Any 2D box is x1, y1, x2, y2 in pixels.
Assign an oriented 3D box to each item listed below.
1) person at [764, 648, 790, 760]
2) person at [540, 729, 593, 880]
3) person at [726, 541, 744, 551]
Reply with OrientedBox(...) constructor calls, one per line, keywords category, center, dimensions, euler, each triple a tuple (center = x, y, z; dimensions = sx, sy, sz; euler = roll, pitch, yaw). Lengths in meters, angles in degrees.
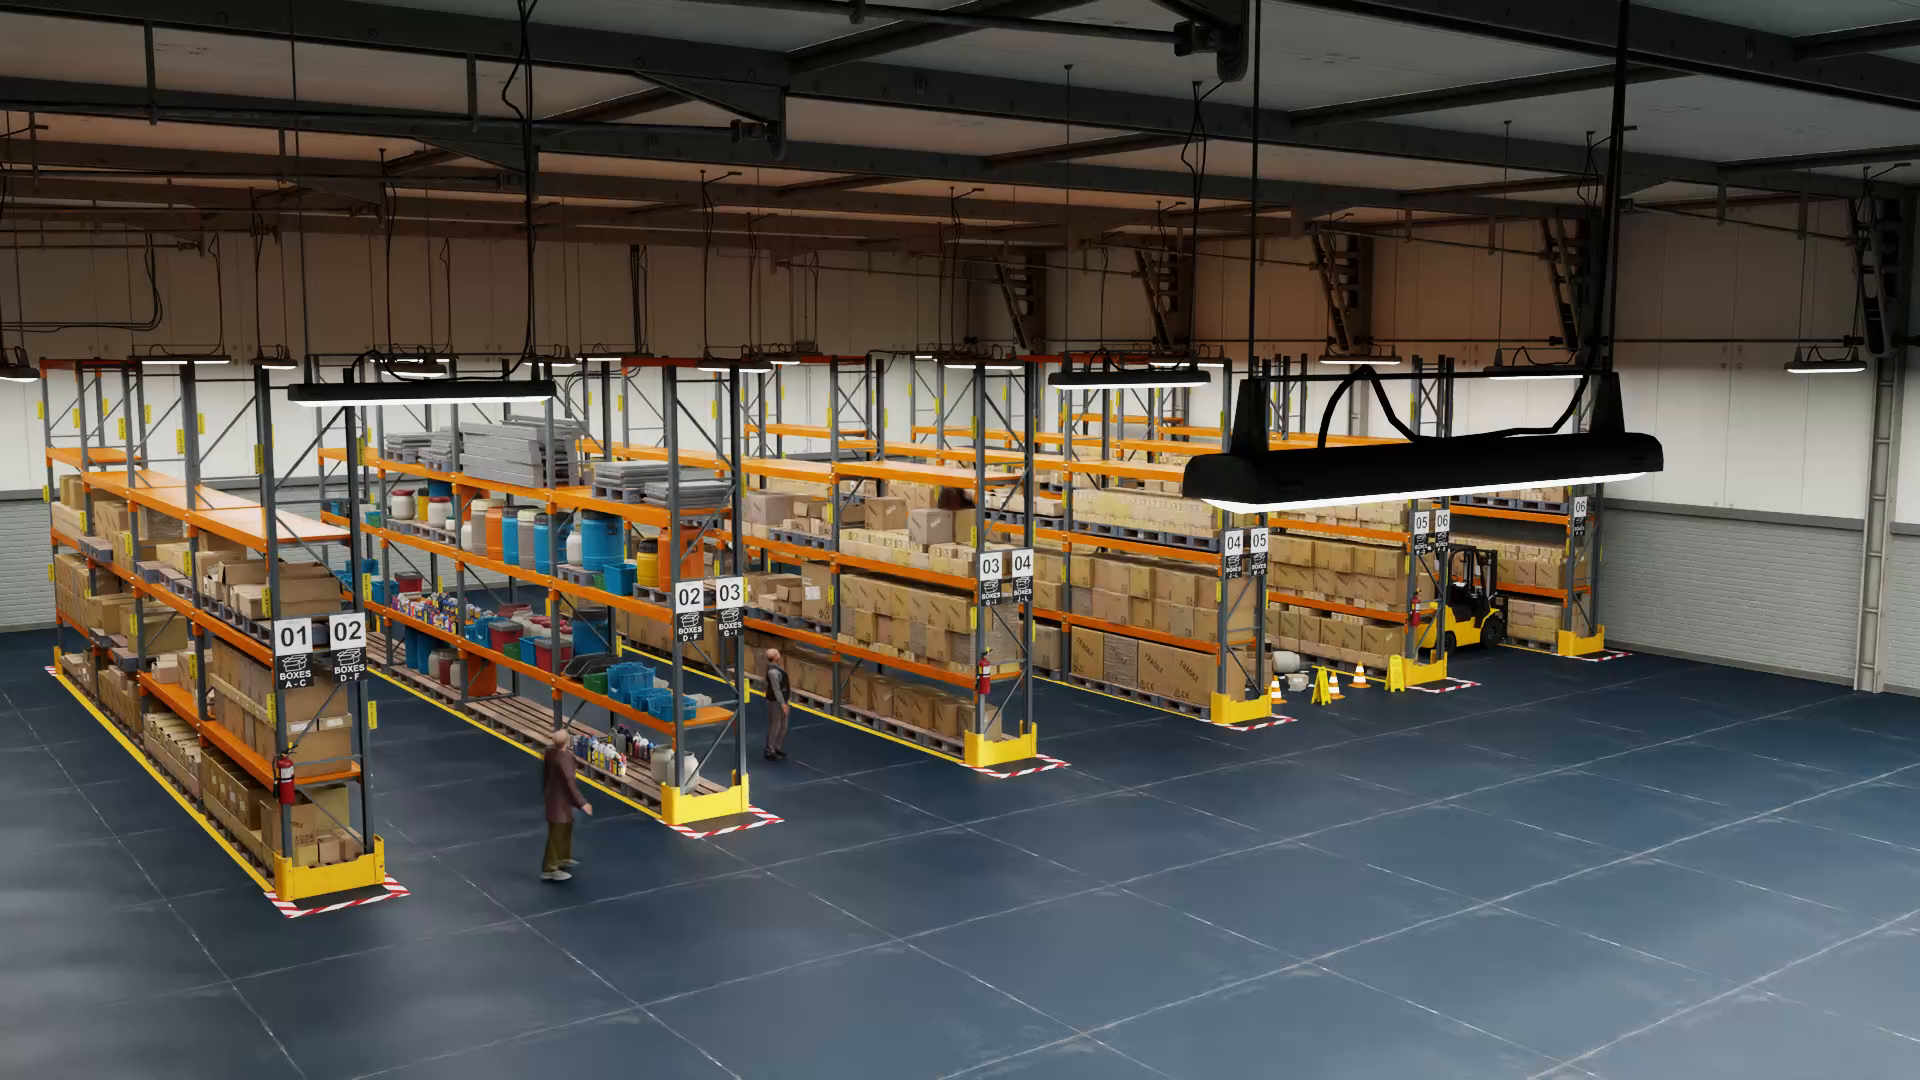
OrientedBox(category="person", center=(-2.760, 2.464, 25.236), dimensions=(0.418, 1.716, 0.601), euler=(1, 7, 8))
OrientedBox(category="person", center=(-4.714, 3.113, 19.733), dimensions=(0.608, 1.803, 0.701), euler=(-3, 8, -25))
OrientedBox(category="person", center=(-5.863, 0.310, 43.334), dimensions=(0.519, 1.635, 0.979), euler=(0, 7, 3))
